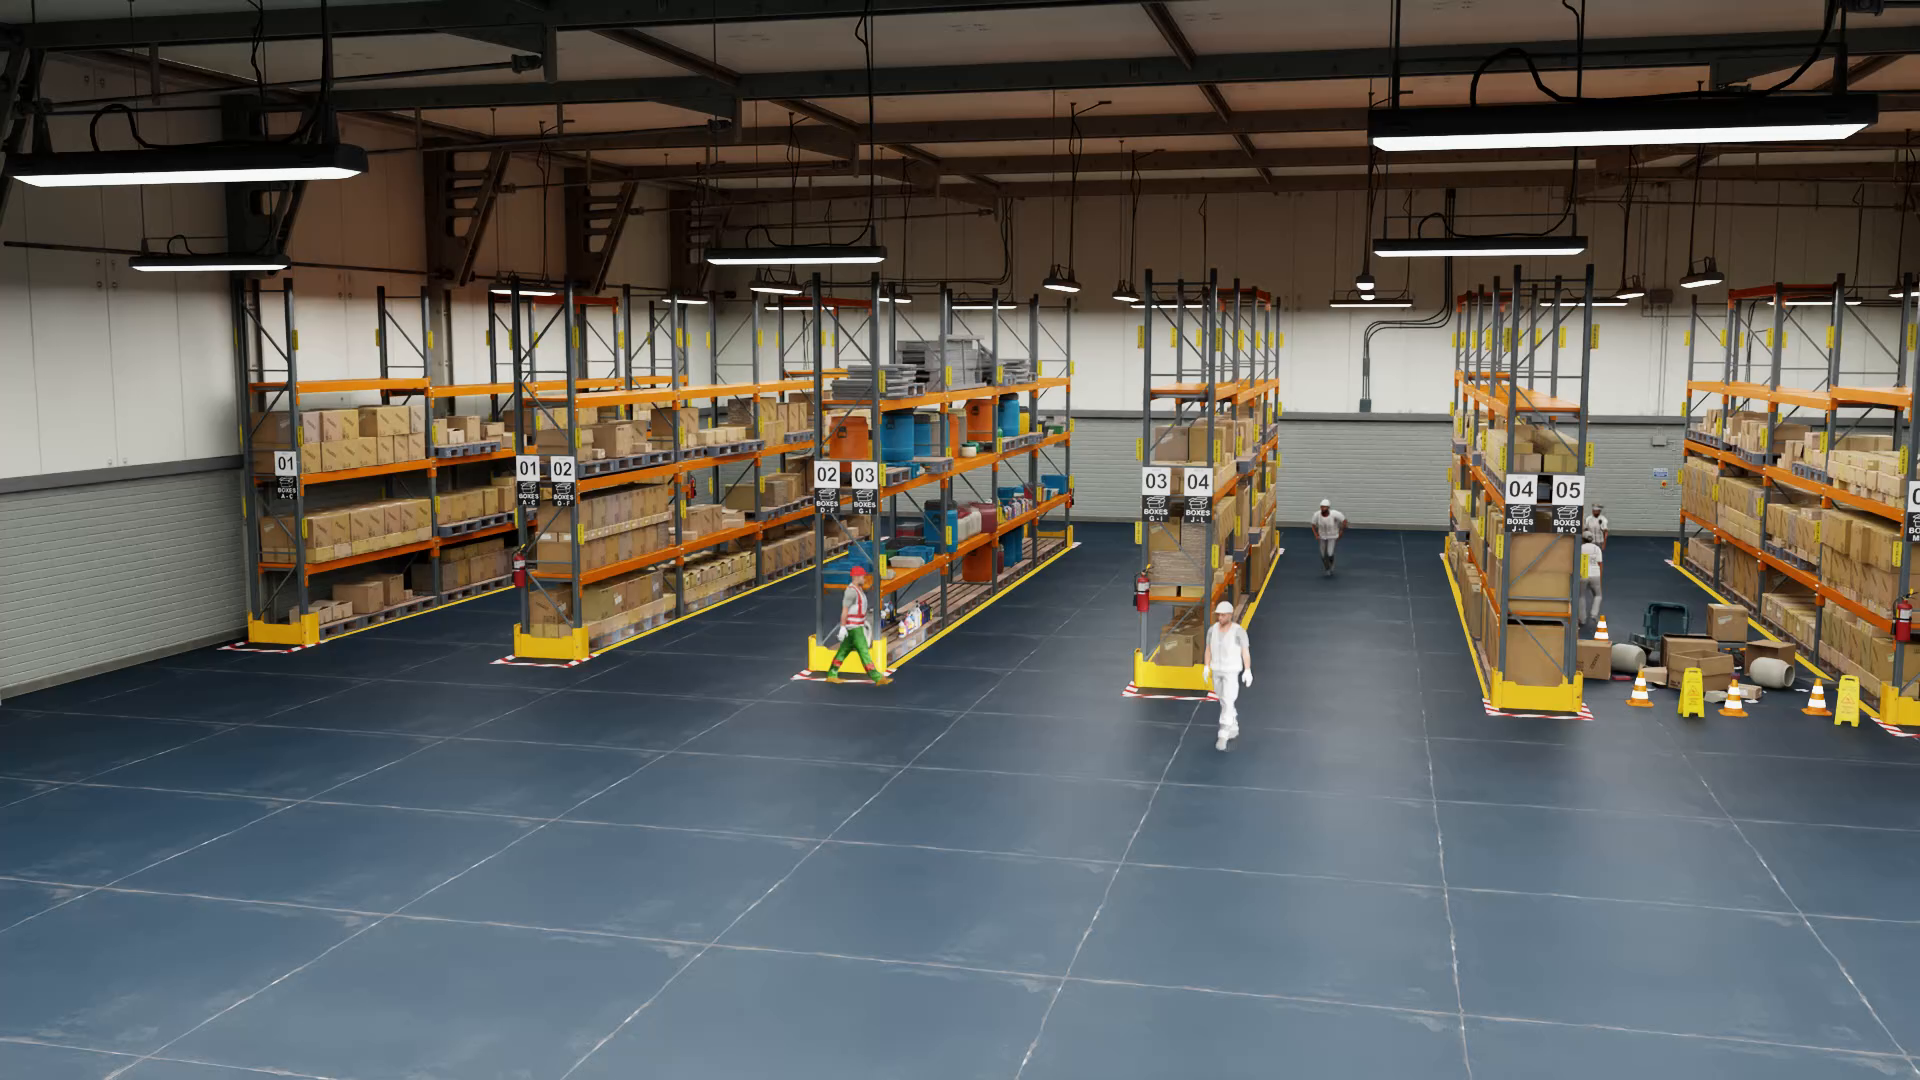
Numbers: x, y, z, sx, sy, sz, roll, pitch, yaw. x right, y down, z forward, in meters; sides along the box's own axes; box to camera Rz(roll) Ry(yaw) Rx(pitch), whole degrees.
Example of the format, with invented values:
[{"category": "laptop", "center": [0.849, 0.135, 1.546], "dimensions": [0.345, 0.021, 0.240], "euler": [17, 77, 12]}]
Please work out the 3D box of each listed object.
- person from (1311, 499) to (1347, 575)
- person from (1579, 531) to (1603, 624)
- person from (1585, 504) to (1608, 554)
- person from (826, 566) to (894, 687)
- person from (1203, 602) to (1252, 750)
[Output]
[{"category": "person", "center": [7.836, -0.054, 35.346], "dimensions": [0.748, 1.659, 0.720], "euler": [3, 7, 24]}, {"category": "person", "center": [11.092, 0.674, 29.339], "dimensions": [0.537, 1.660, 0.522], "euler": [2, 7, 15]}, {"category": "person", "center": [13.196, 0.041, 34.514], "dimensions": [0.430, 1.609, 1.031], "euler": [2, 7, 14]}, {"category": "person", "center": [-1.447, 1.240, 24.049], "dimensions": [1.044, 1.718, 0.608], "euler": [1, 7, 6]}, {"category": "person", "center": [3.261, 1.639, 20.623], "dimensions": [0.578, 1.746, 0.877], "euler": [6, 9, 41]}]
